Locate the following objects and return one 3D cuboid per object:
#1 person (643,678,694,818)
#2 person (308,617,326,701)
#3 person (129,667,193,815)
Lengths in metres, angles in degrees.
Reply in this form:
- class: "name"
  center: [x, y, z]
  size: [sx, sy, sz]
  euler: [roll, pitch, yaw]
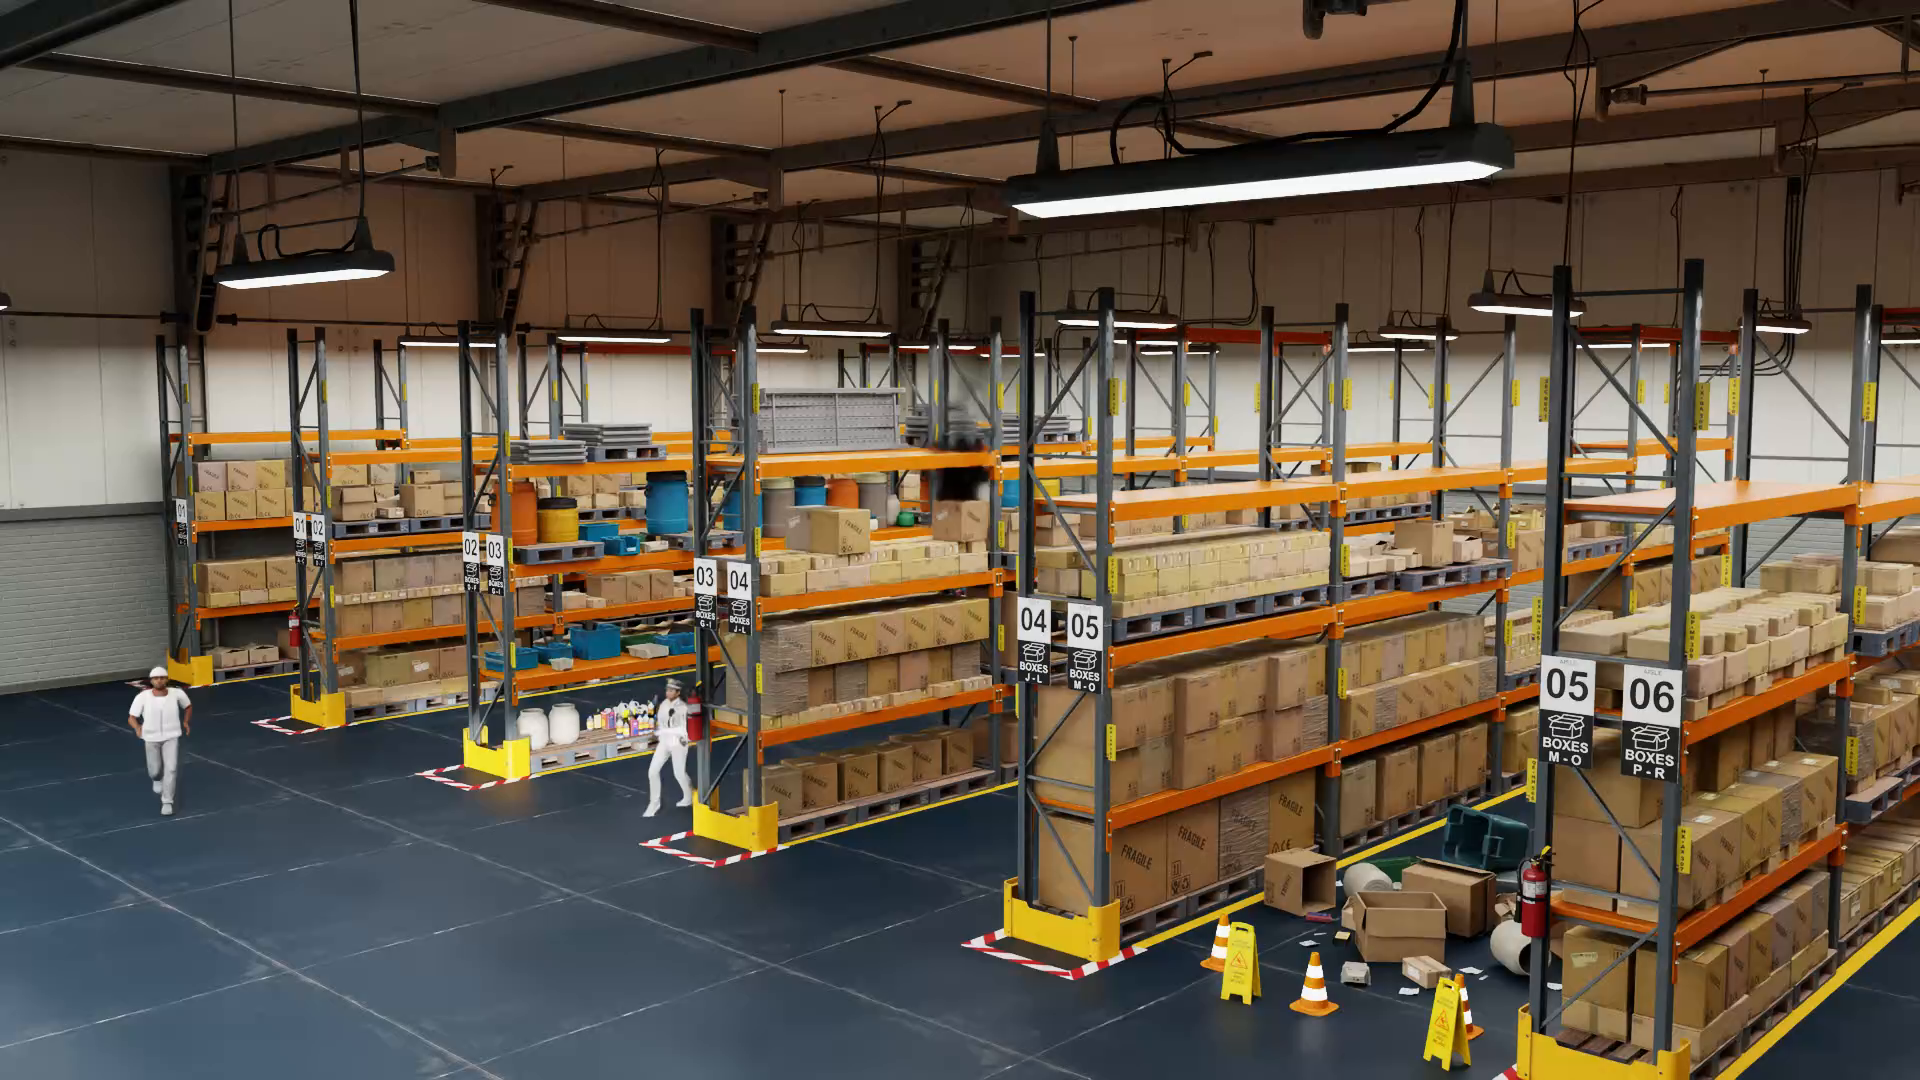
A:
- class: "person"
  center: [-3.397, 2.483, 19.929]
  size: [0.604, 1.732, 0.753]
  euler: [4, 7, 35]
- class: "person"
  center: [-10.256, 1.764, 27.290]
  size: [0.622, 1.740, 0.878]
  euler: [5, 7, 44]
- class: "person"
  center: [-9.694, 2.405, 20.209]
  size: [0.706, 1.751, 0.855]
  euler: [-3, 6, -27]
